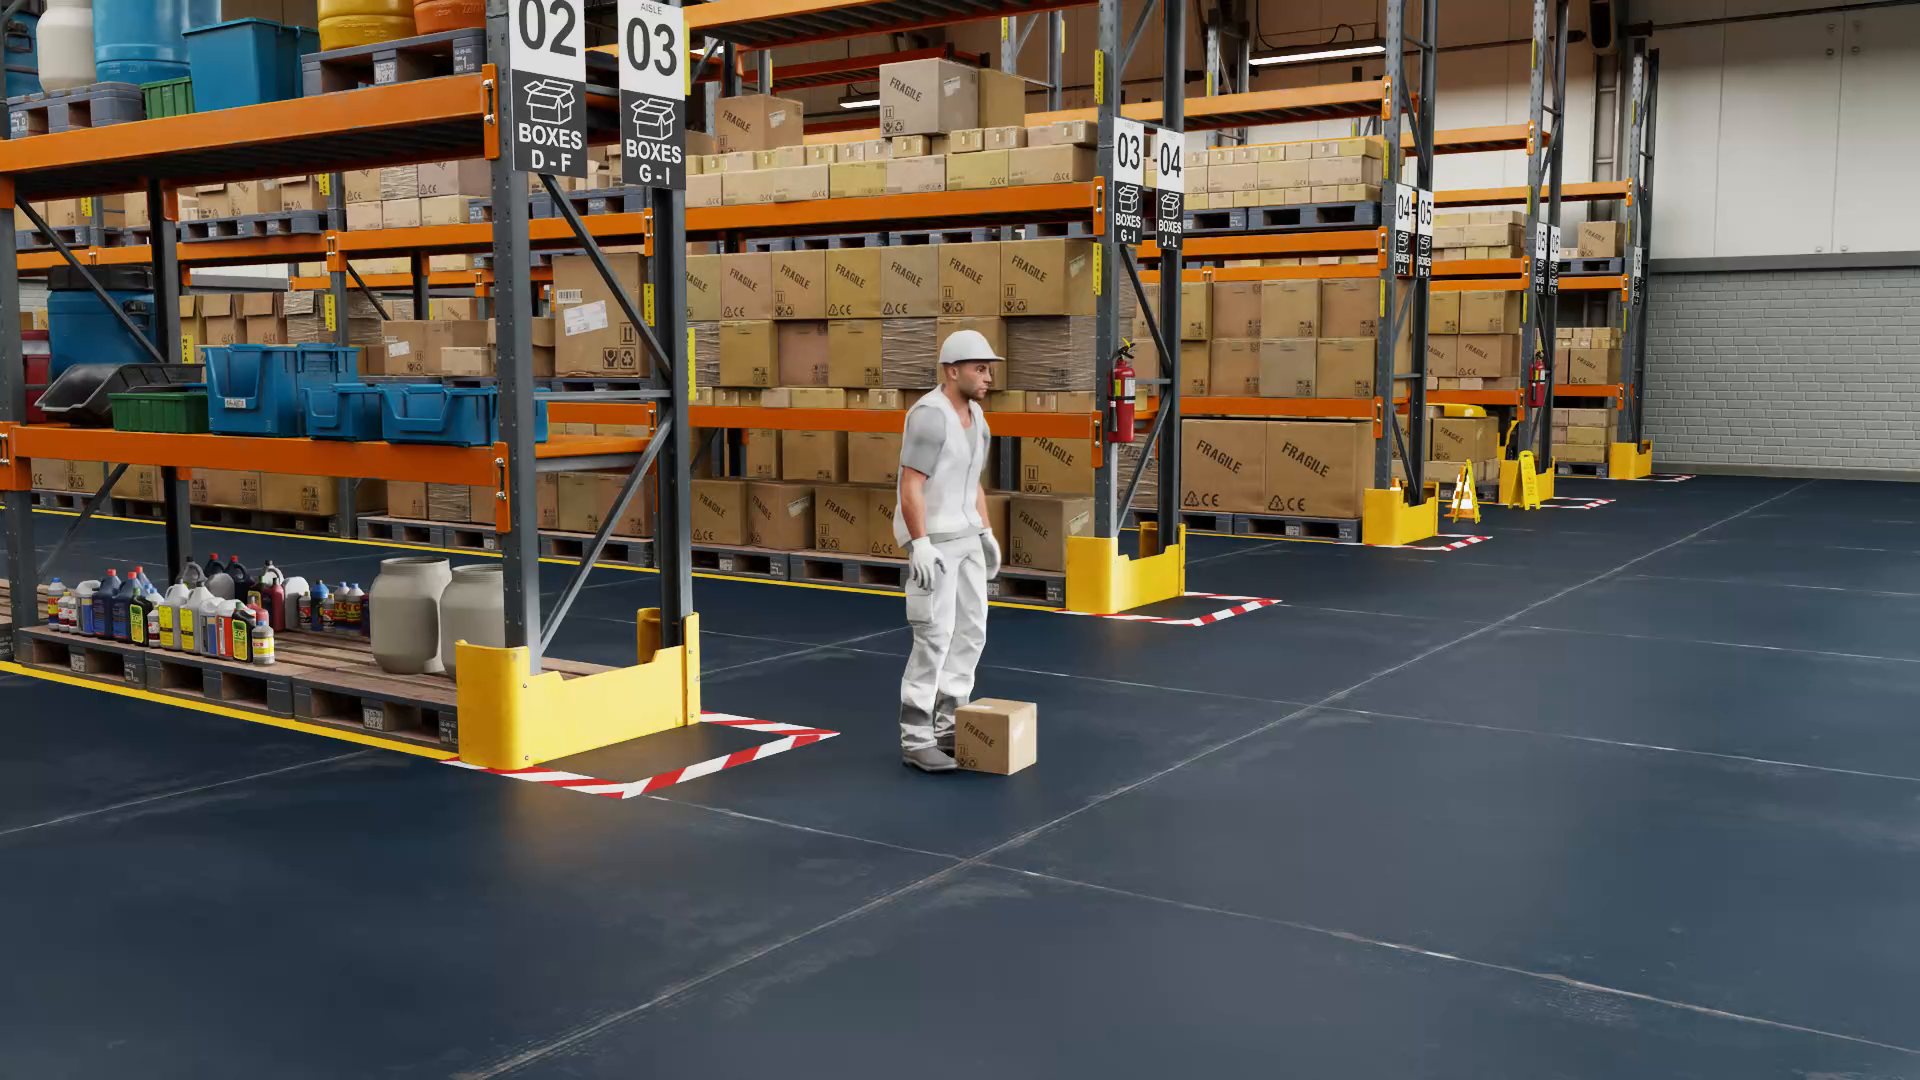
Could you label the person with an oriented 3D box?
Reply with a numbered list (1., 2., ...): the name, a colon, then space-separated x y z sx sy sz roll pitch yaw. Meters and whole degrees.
1. person: -0.032 0.029 6.881 0.445 1.781 0.622 4 7 31
